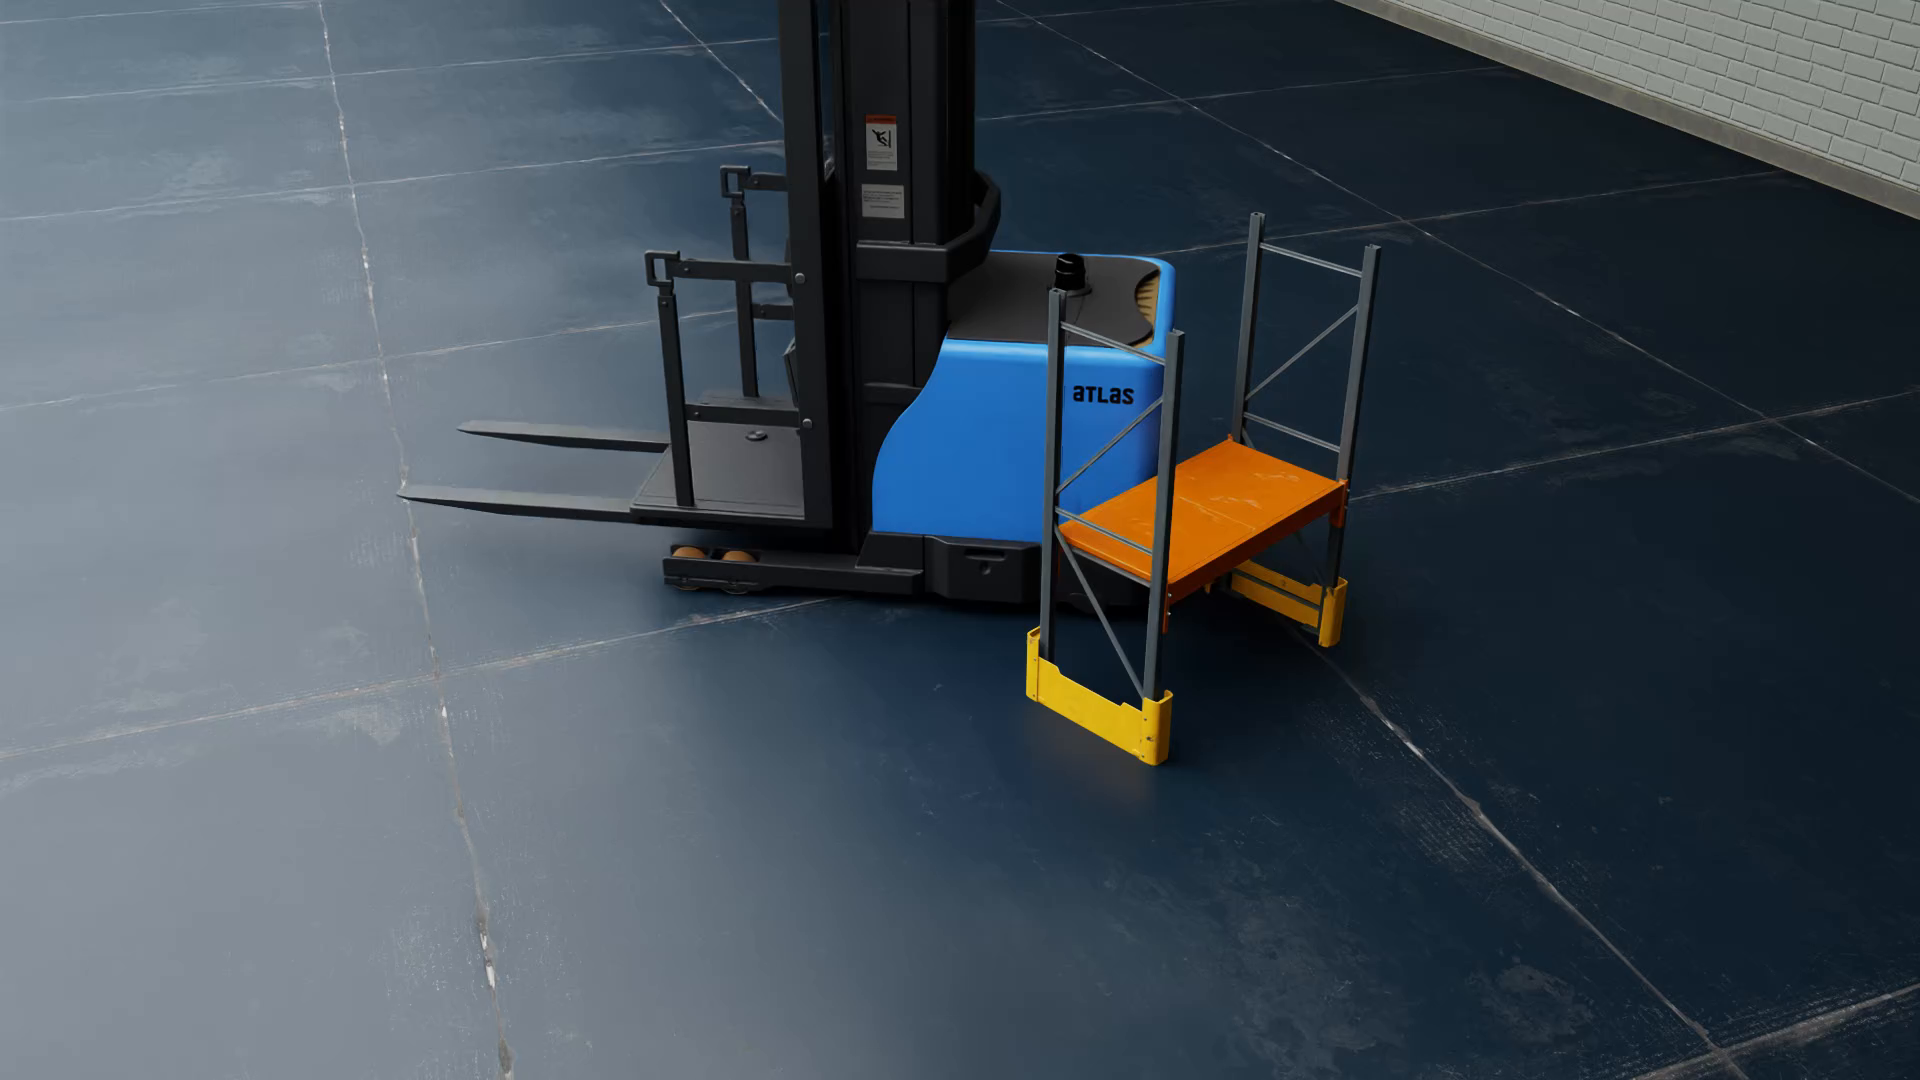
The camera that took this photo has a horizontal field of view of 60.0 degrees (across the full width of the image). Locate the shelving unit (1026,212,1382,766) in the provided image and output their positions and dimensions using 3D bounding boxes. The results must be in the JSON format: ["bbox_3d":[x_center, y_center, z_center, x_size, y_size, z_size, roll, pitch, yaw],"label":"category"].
[{"bbox_3d":[0.812,-0.199,5.583,1.083,1.500,0.587,-26,39,-38],"label":"shelving unit"}]

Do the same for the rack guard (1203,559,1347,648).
[{"bbox_3d":[1.165,0.171,6.198,0.087,0.250,0.587,-26,39,-38],"label":"rack guard"}]

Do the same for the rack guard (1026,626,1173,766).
[{"bbox_3d":[0.459,0.518,5.587,0.087,0.250,0.587,-26,39,-38],"label":"rack guard"}]

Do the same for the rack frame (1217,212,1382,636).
[{"bbox_3d":[1.179,-0.379,5.901,0.032,1.500,0.500,-26,39,-38],"label":"rack frame"}]

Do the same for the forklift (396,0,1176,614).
[{"bbox_3d":[-0.701,-1.318,6.102,3.031,2.935,1.130,4,30,7],"label":"forklift"}]

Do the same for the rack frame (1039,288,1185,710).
[{"bbox_3d":[0.458,-0.024,5.277,0.032,1.500,0.500,-26,39,-38],"label":"rack frame"}]

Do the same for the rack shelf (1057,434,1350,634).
[{"bbox_3d":[0.819,-0.045,5.678,1.000,0.185,0.538,-26,39,-38],"label":"rack shelf"}]
